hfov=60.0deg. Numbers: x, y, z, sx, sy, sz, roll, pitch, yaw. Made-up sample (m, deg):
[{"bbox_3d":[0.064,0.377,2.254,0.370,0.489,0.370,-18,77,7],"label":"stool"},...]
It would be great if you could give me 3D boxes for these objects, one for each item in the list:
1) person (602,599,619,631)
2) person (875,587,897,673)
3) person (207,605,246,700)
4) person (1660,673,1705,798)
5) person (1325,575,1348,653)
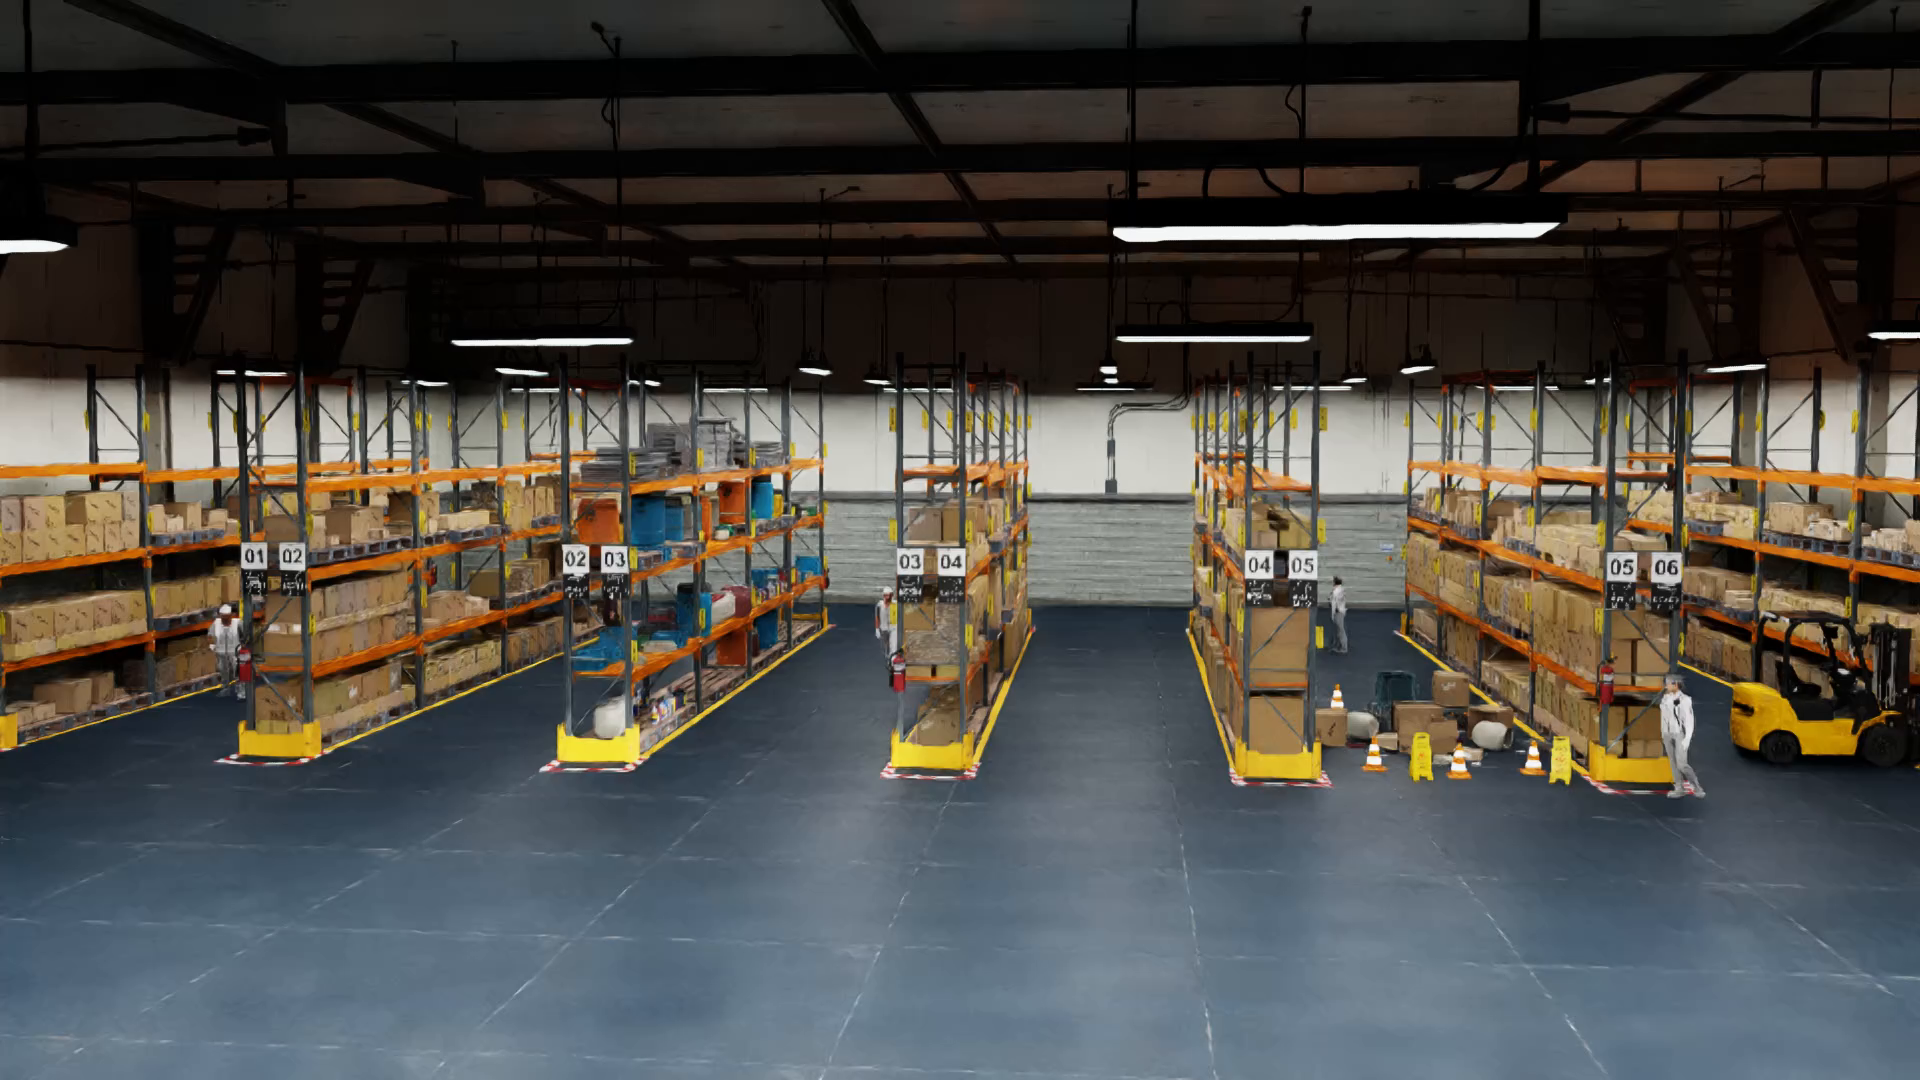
[{"bbox_3d":[-7.577,1.520,36.285,0.525,1.780,0.648,-1,4,-10],"label":"person"},{"bbox_3d":[-1.427,1.777,33.185,0.553,1.706,1.120,1,4,7],"label":"person"},{"bbox_3d":[-13.185,2.006,30.000,0.701,1.718,0.844,-1,4,-11],"label":"person"},{"bbox_3d":[9.541,2.597,22.042,0.420,1.659,0.620,-2,5,-26],"label":"person"},{"bbox_3d":[8.191,1.588,36.135,0.555,1.664,0.584,2,5,27],"label":"person"}]
